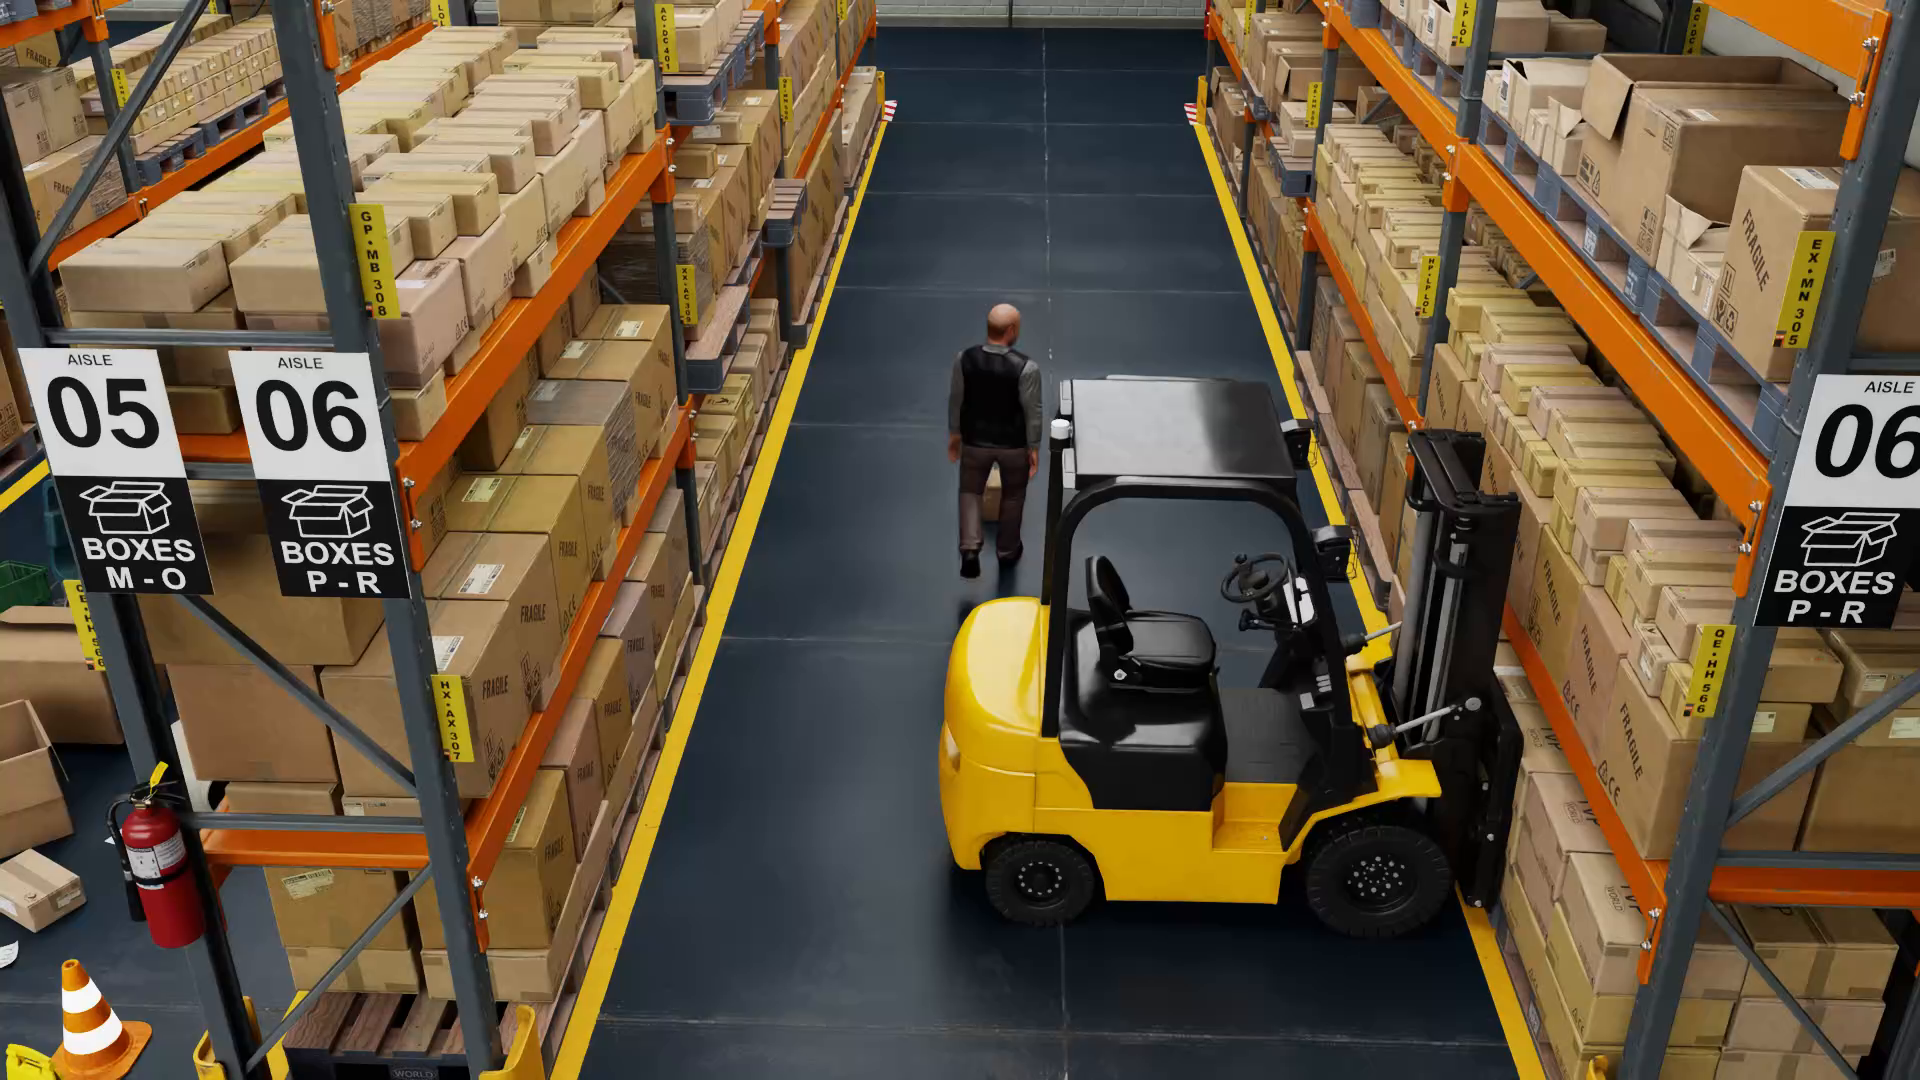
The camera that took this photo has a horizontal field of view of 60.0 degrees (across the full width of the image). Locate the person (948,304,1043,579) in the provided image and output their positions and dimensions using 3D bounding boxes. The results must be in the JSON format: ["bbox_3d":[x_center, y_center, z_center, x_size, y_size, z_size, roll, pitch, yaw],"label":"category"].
[{"bbox_3d":[0.205,-0.556,9.691,0.568,1.708,0.759,6,28,11],"label":"person"}]
